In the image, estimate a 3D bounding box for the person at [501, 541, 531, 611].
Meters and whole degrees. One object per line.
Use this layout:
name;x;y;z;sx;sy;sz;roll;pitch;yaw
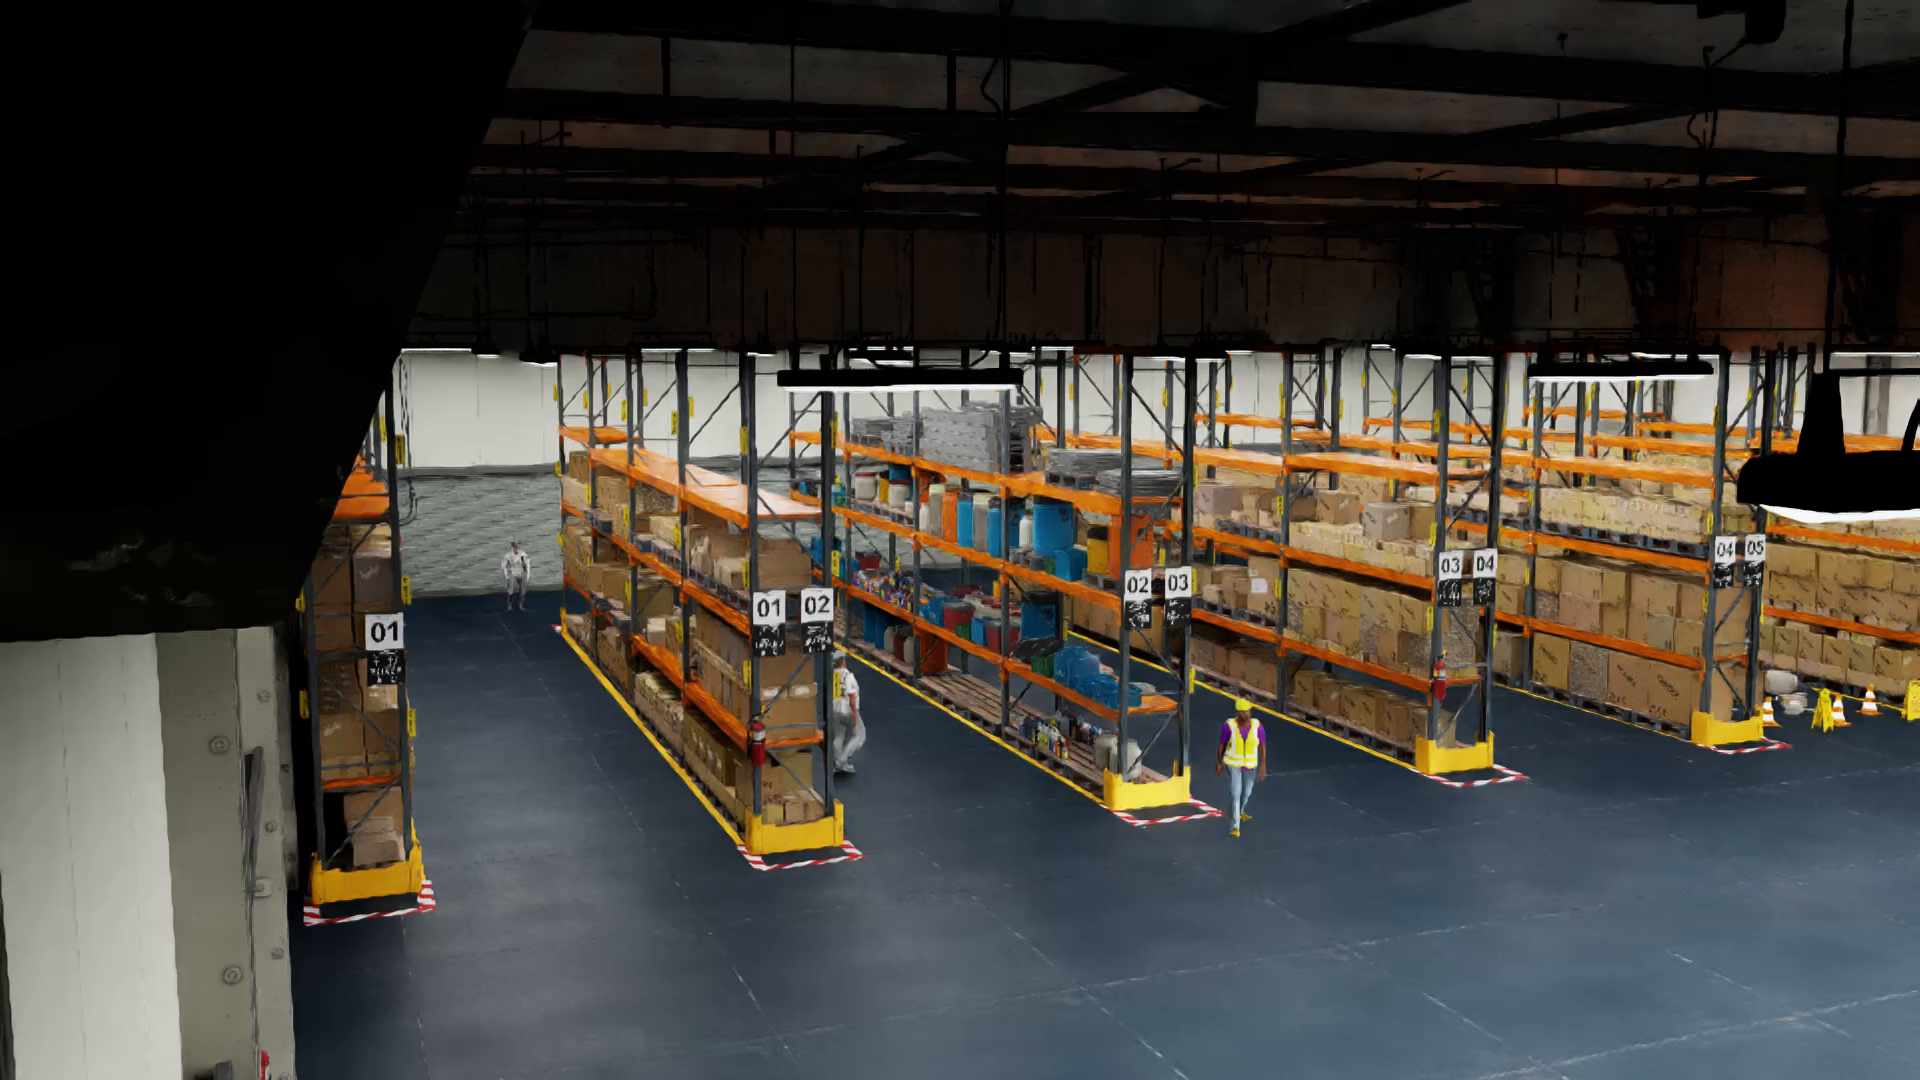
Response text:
person;-9.953;0.799;37.299;0.637;1.626;0.508;-3;8;-23

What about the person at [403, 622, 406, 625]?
person;-12.128;1.075;35.128;0.528;1.588;0.638;2;7;14

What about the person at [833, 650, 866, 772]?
person;-1.665;2.454;23.726;0.578;1.755;0.467;7;10;42

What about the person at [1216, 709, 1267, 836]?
person;3.556;2.841;20.983;0.603;1.690;0.939;-1;7;-5
